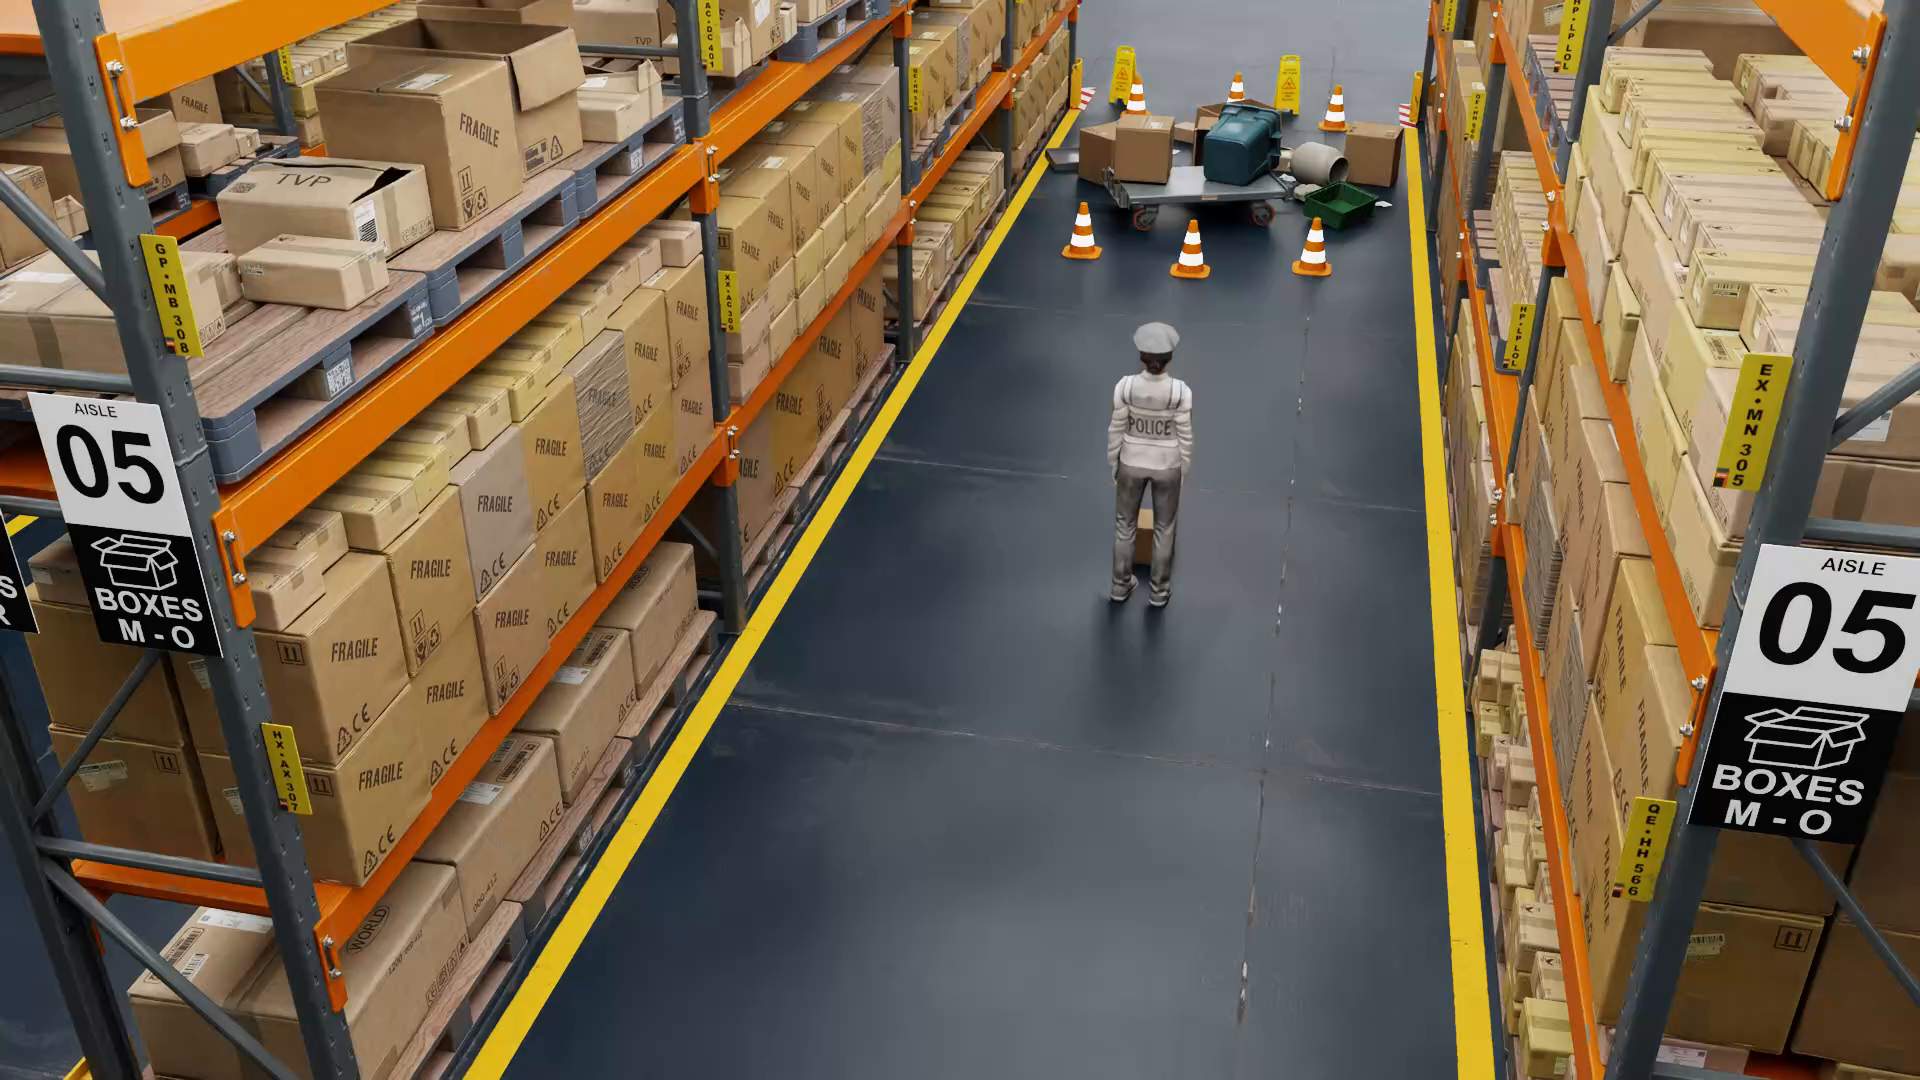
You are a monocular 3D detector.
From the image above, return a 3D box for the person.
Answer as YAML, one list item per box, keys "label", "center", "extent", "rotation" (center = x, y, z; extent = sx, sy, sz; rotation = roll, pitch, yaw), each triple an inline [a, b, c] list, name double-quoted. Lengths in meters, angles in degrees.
- label: "person"
  center: [1.059, -0.412, 9.339]
  extent: [0.467, 1.682, 0.339]
  rotation: [6, 30, 11]
